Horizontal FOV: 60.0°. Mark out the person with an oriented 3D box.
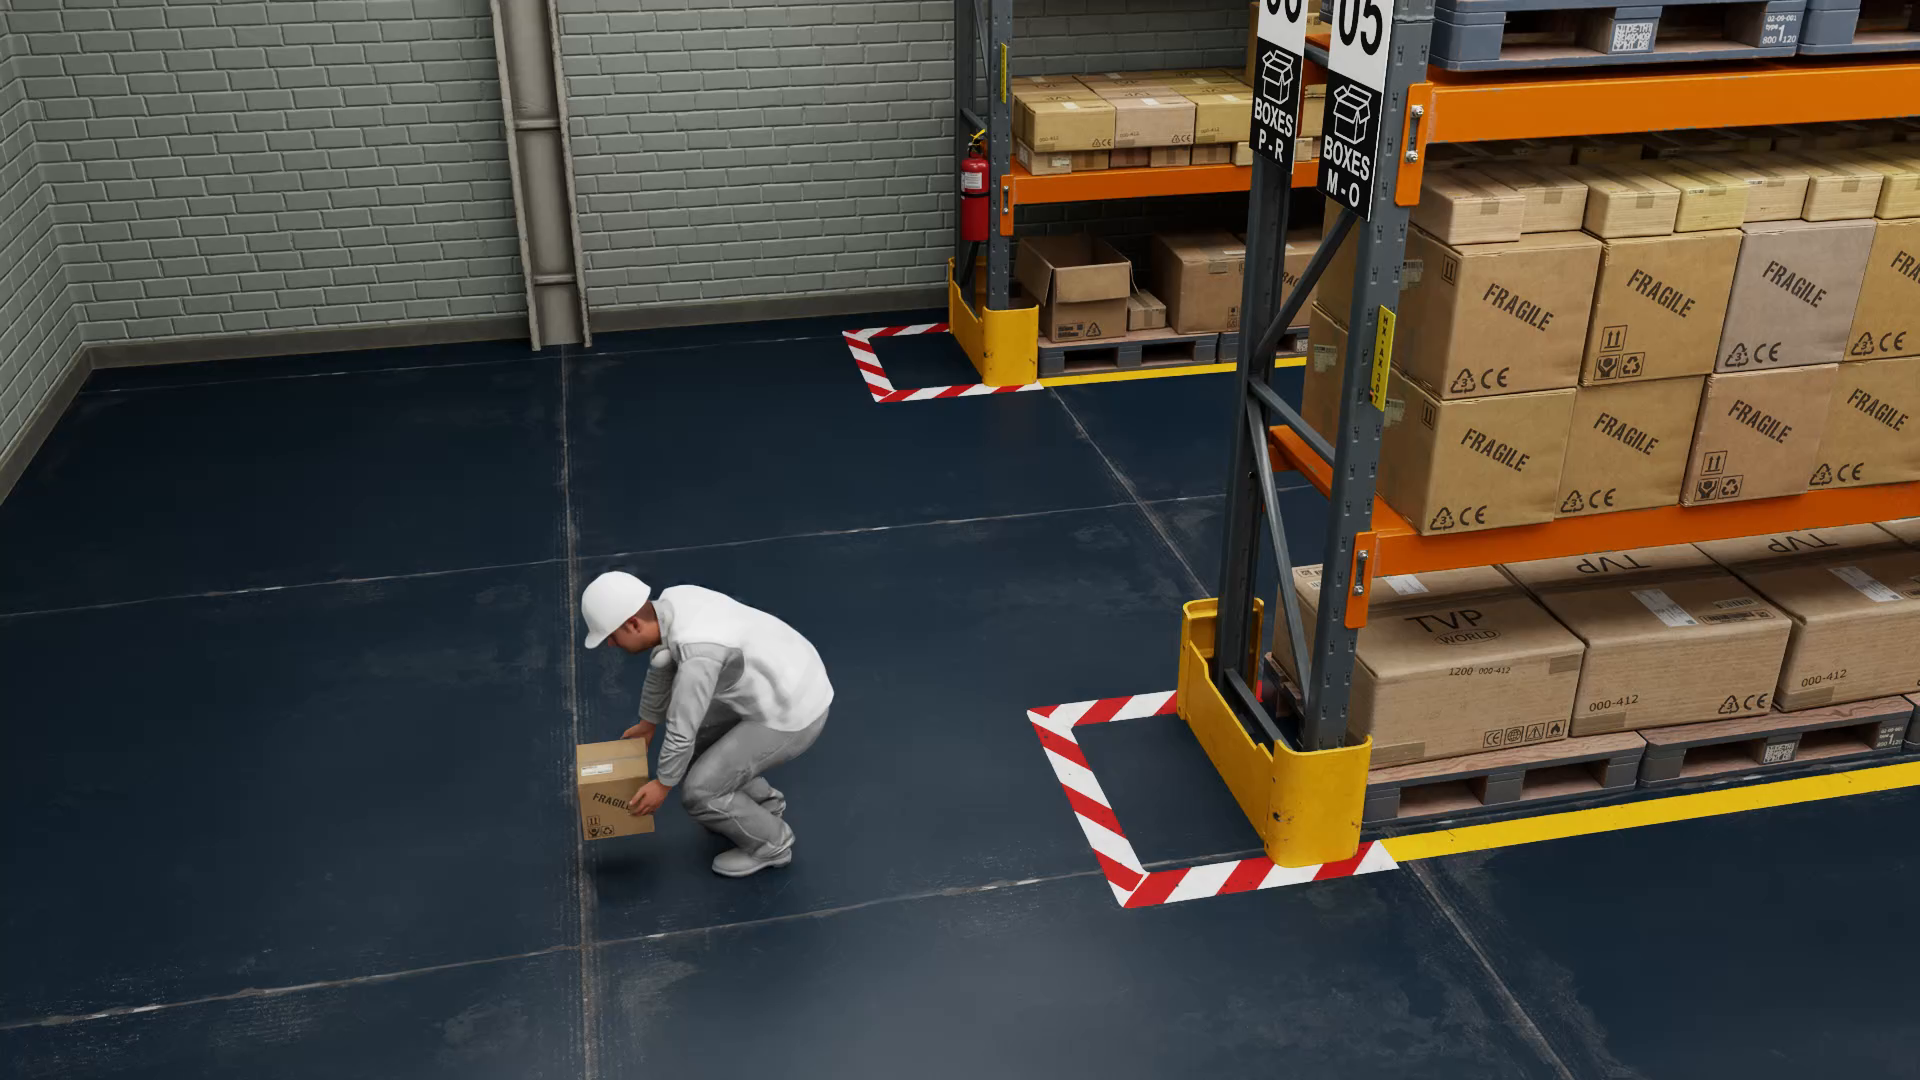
[{"bbox_3d":[-0.875,0.628,5.950,0.844,1.222,0.575,-6,27,-12],"label":"person"}]
